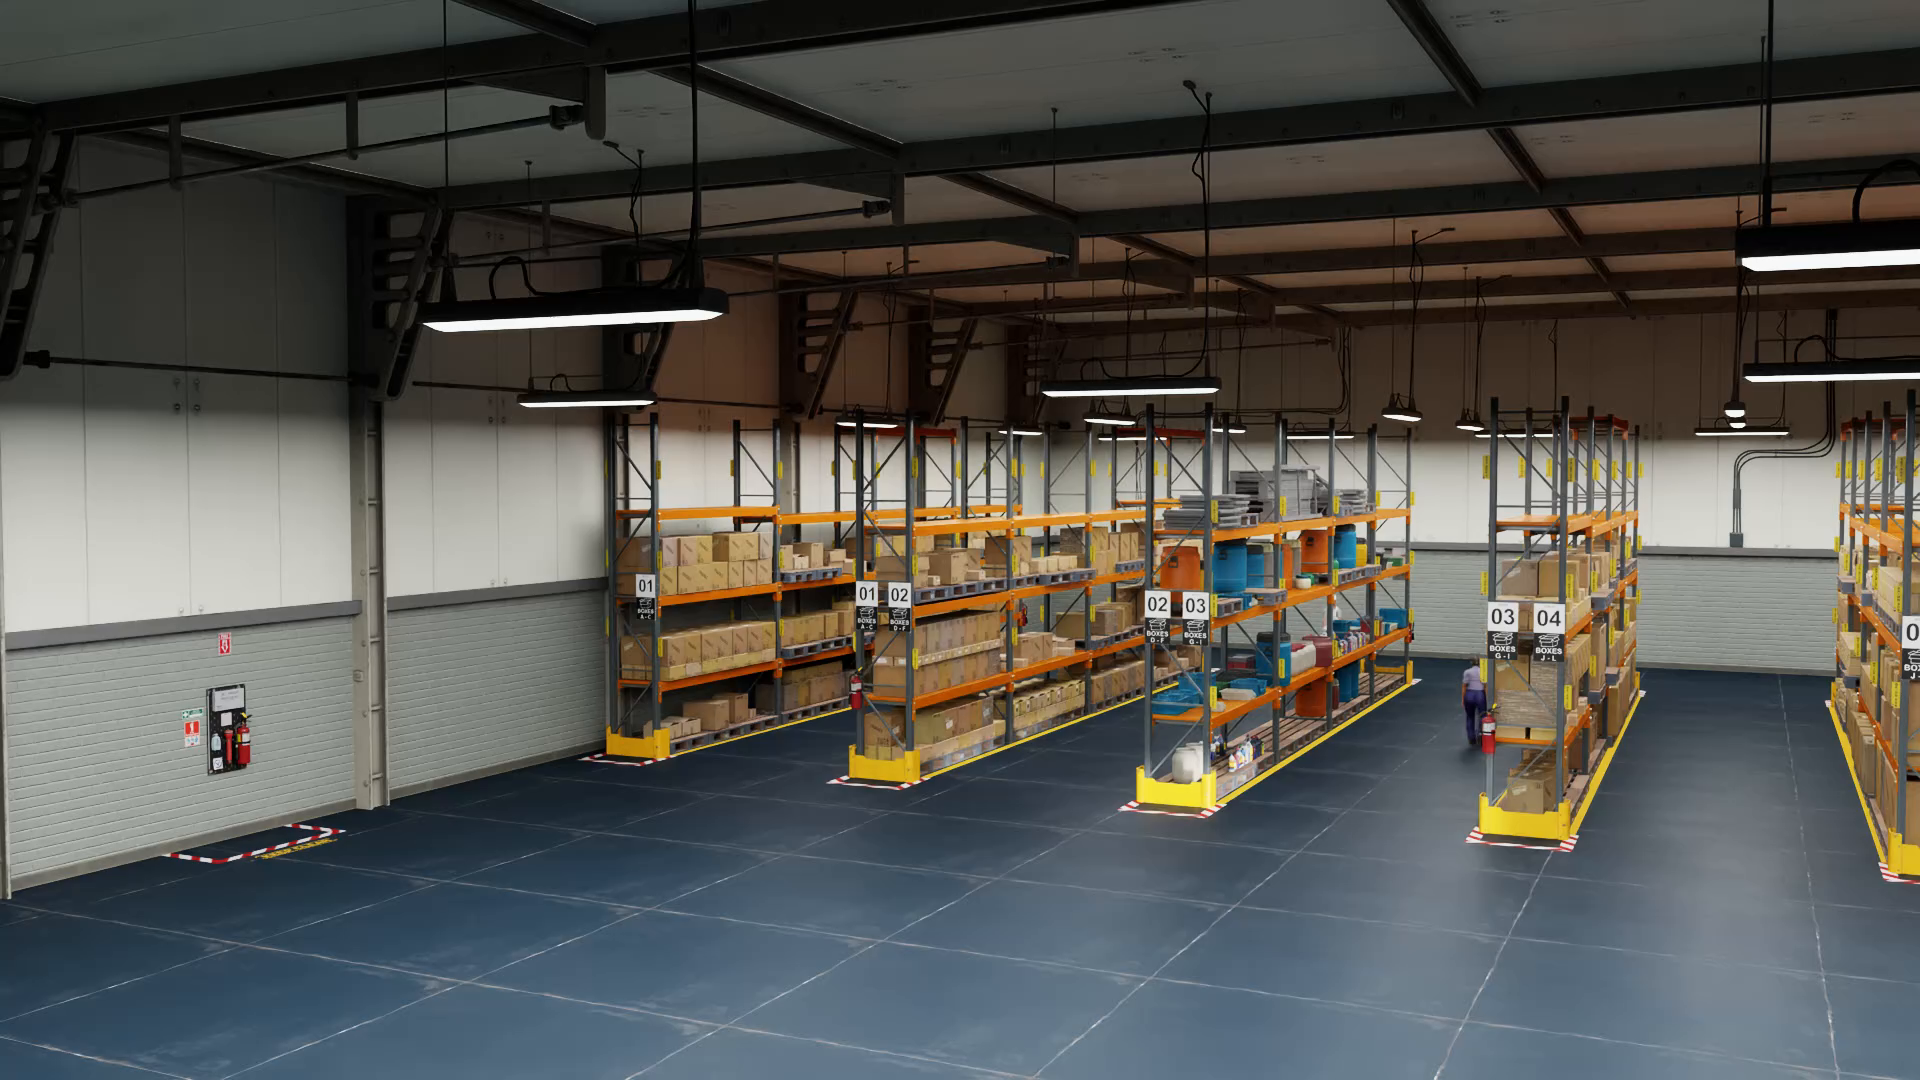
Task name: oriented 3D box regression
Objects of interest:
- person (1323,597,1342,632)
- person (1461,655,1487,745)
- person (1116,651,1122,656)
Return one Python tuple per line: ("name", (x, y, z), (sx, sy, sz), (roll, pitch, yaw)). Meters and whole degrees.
("person", (9.499, 2.329, 42.553), (0.549, 1.793, 0.904), (2, 3, 34))
("person", (9.391, 2.913, 30.229), (0.533, 1.645, 0.498), (1, 3, 25))
("person", (3.942, 2.415, 41.667), (0.746, 1.674, 0.680), (2, 3, 39))
